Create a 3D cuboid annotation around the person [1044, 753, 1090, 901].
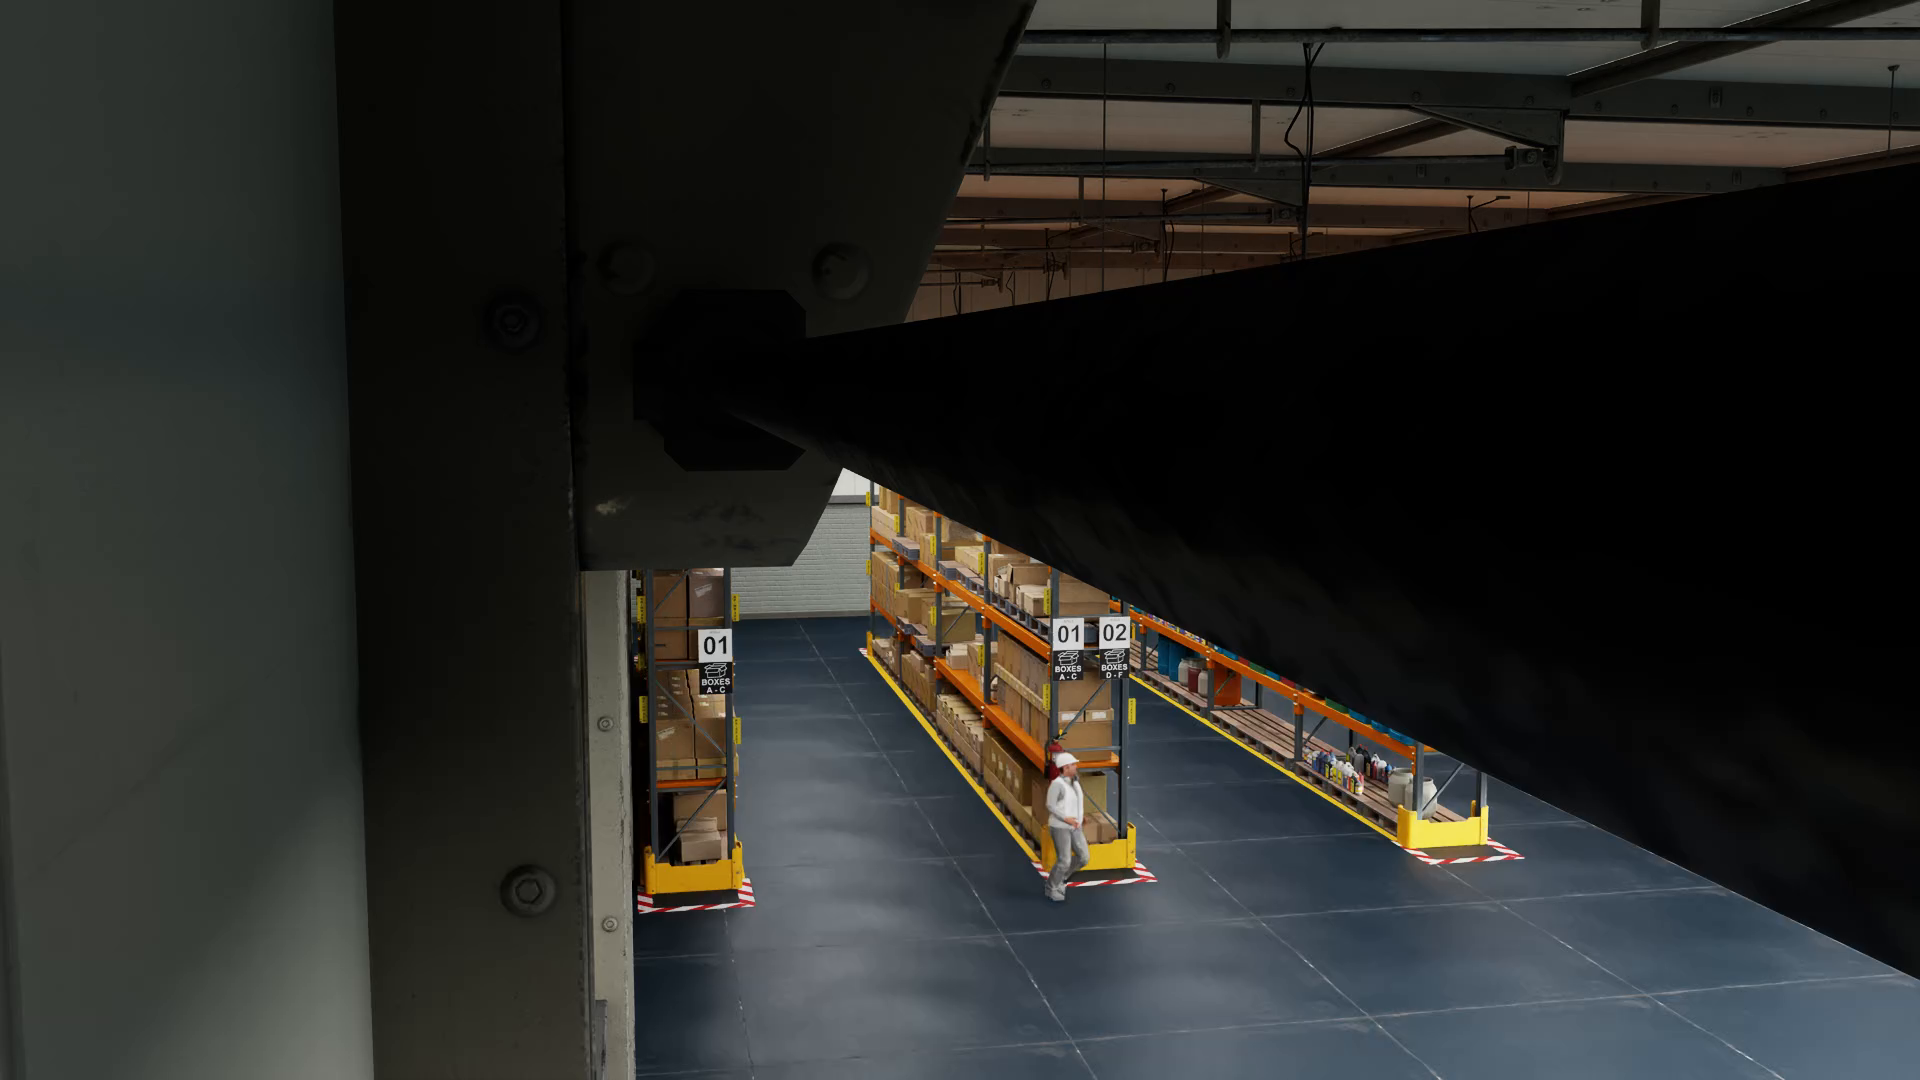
[{"bbox_3d":[1.317,3.406,19.823,0.518,1.725,0.727,5,7,37],"label":"person"}]
